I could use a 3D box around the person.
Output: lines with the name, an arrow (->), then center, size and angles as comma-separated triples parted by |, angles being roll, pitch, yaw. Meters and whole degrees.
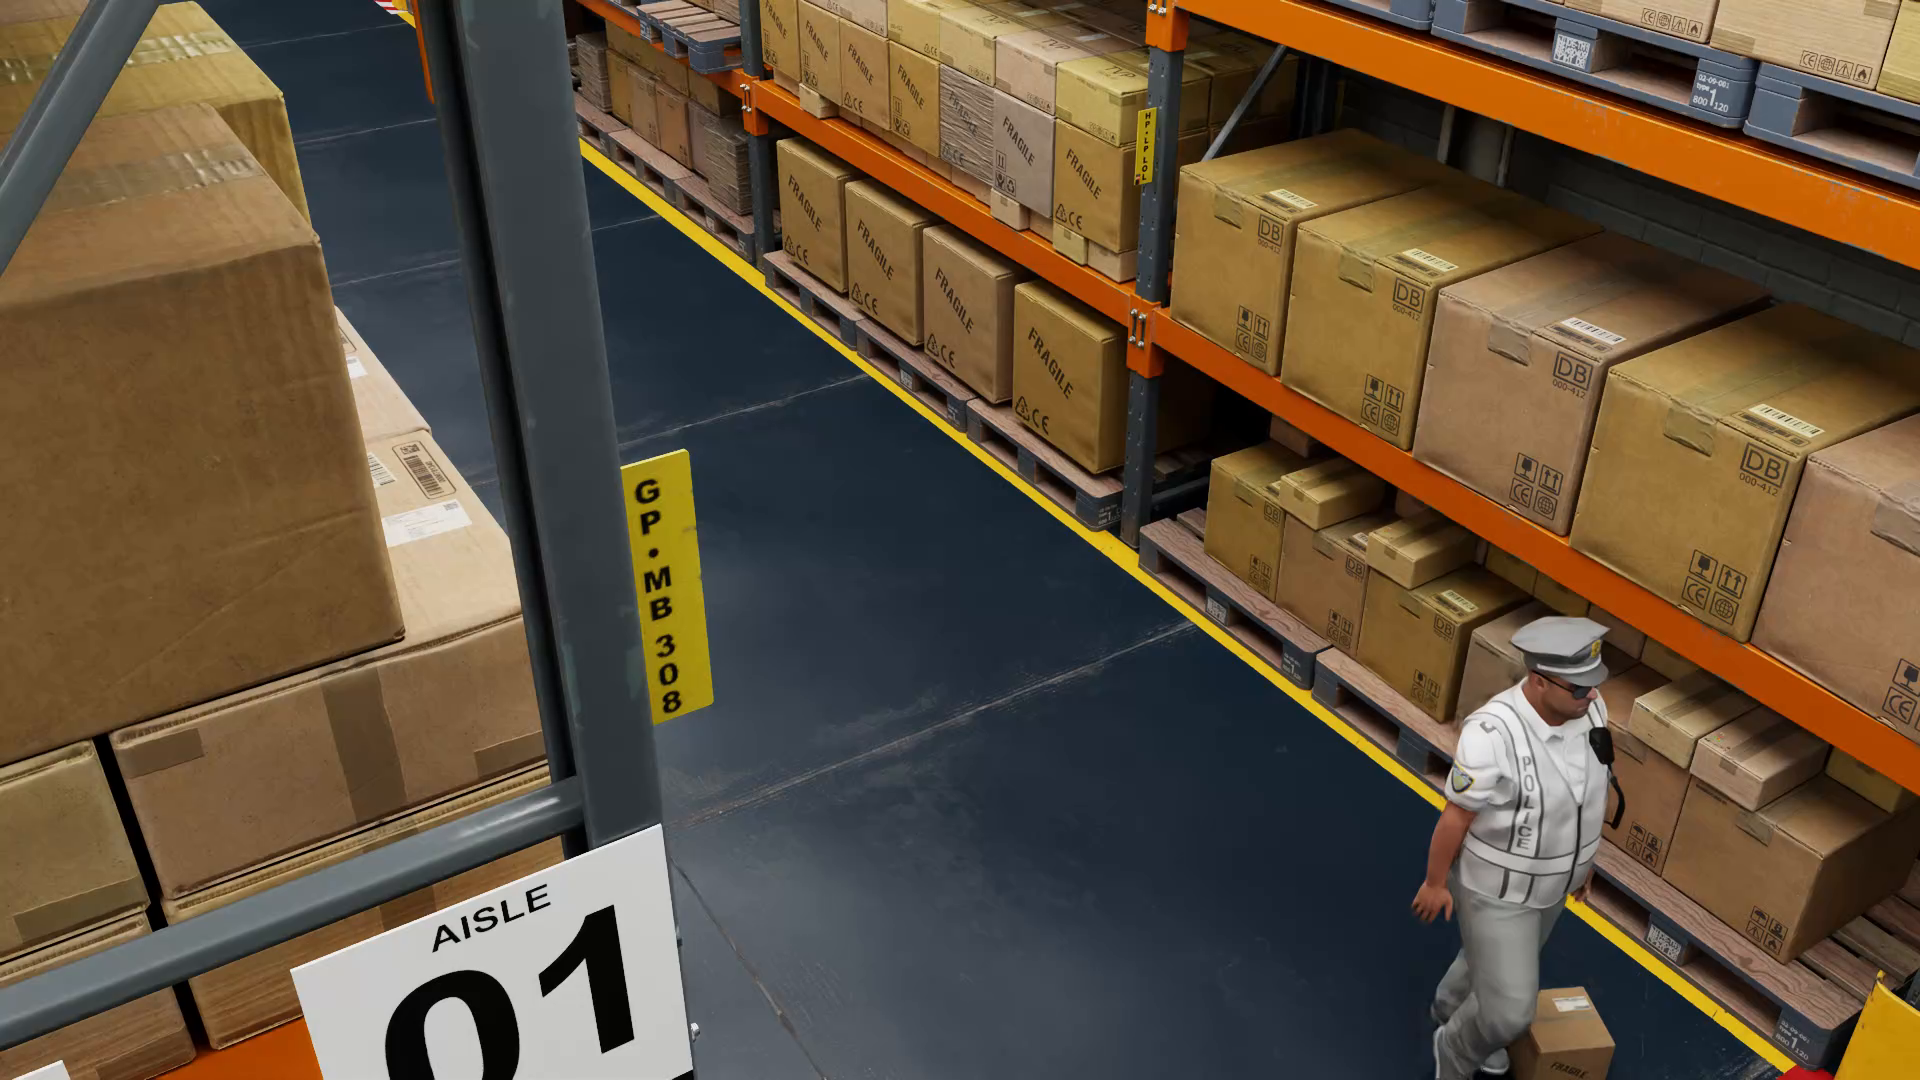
person -> 1.691, 1.022, 5.017 | 0.578, 1.830, 0.499 | -18, 37, -27
